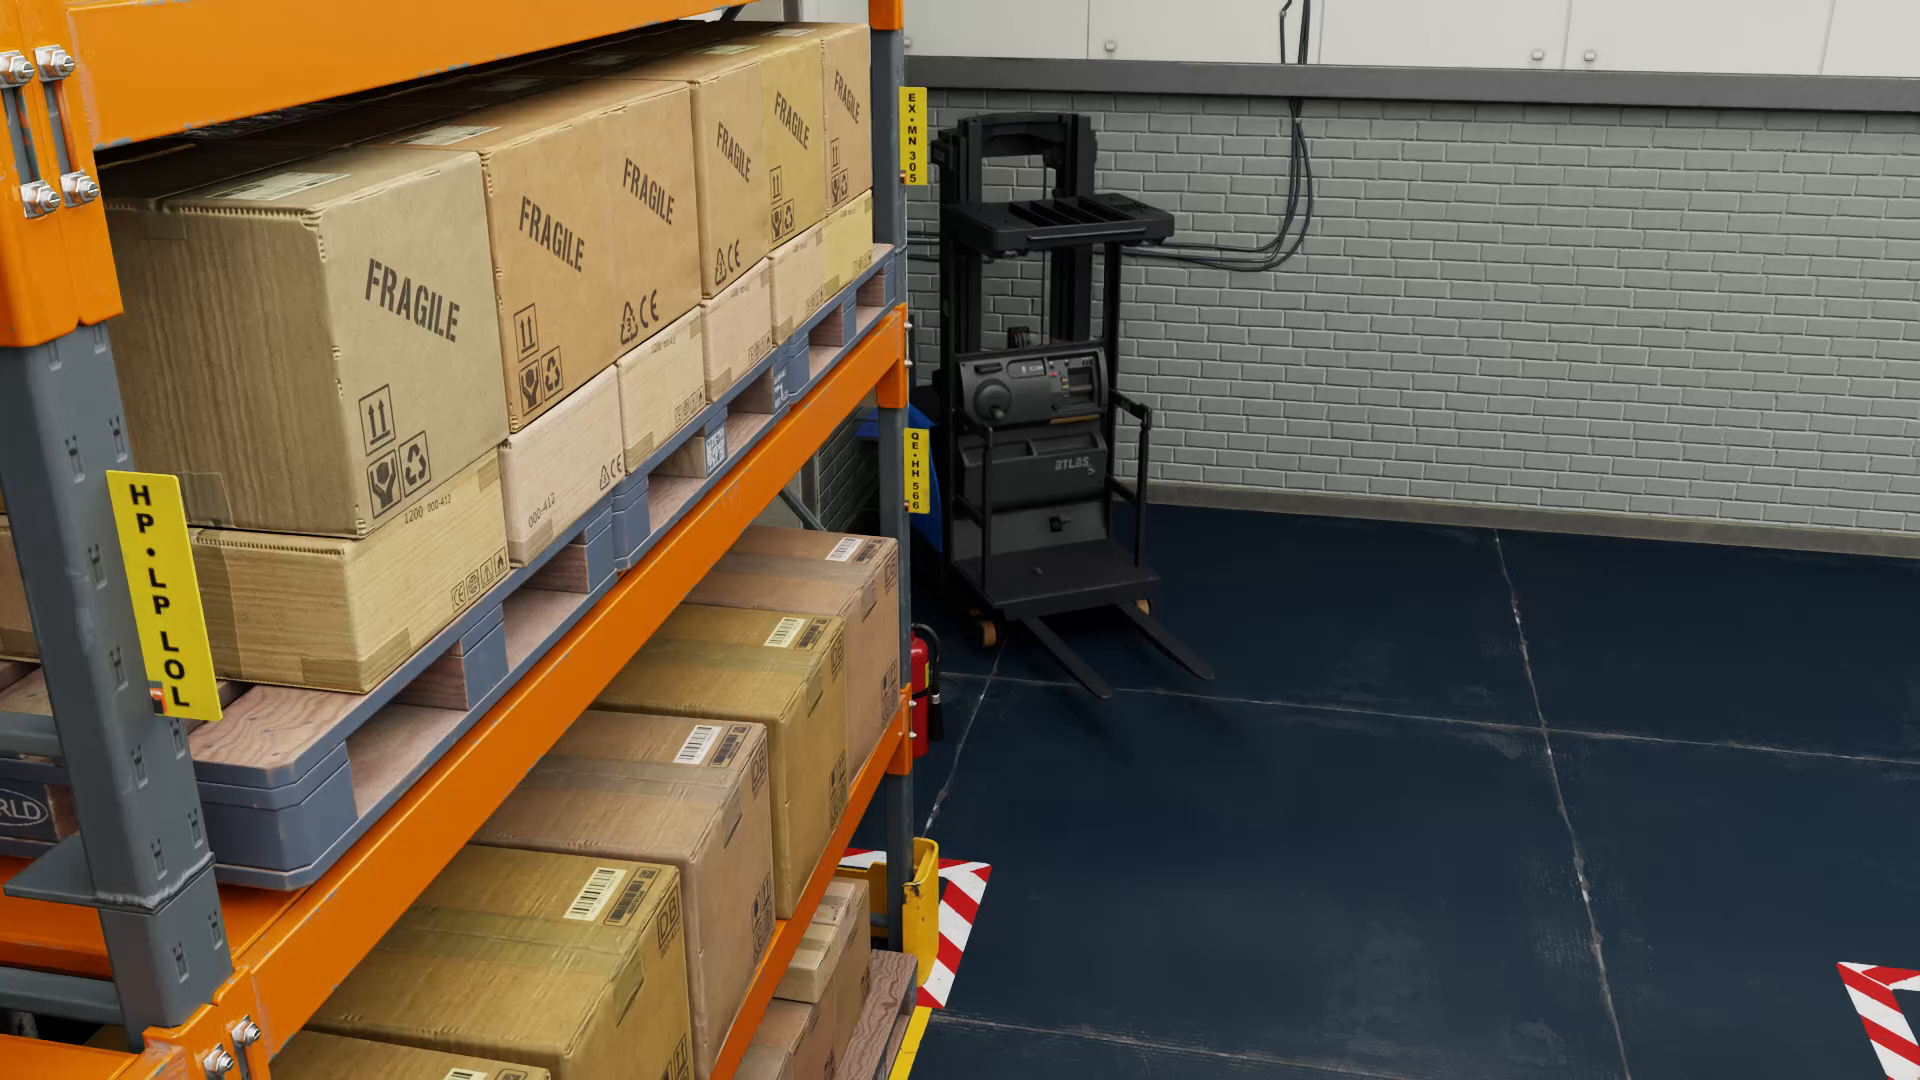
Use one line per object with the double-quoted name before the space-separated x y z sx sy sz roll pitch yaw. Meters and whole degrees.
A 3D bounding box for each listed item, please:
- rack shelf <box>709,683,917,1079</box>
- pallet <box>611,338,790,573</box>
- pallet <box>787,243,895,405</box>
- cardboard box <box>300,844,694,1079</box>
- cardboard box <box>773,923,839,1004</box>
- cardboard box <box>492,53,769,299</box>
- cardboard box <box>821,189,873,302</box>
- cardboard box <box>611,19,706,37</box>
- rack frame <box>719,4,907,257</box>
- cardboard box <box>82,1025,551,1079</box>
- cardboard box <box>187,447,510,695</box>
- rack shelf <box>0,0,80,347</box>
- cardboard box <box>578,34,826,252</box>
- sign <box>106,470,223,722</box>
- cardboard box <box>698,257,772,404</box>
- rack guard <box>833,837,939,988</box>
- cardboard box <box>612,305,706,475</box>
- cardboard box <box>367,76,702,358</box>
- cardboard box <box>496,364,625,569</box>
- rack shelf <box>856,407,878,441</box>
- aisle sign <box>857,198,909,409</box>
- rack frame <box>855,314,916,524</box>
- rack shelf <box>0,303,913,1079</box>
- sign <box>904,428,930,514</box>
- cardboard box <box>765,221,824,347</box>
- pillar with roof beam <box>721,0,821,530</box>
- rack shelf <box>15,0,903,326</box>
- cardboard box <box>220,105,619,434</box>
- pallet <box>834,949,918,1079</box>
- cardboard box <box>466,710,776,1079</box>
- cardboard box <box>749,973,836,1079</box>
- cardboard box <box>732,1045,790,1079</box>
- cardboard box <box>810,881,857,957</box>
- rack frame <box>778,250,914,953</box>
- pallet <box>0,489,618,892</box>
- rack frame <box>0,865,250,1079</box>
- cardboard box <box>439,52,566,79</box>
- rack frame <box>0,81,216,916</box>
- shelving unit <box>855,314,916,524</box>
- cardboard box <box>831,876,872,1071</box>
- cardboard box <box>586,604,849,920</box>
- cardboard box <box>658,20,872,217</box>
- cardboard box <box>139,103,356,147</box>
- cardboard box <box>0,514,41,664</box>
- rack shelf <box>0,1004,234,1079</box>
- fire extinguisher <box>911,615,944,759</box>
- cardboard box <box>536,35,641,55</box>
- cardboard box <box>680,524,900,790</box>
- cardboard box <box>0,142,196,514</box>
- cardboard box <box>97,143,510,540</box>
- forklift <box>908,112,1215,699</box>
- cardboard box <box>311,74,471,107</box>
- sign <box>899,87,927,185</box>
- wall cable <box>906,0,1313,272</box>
"rack shelf" -1.098 1.414 4.791 1.077 0.370 4.000 4 22 11
"pallet" -1.078 -0.282 4.143 1.003 0.211 1.213 4 22 11
"pallet" -0.831 -0.730 5.254 1.003 0.211 1.213 4 22 11
"cardboard box" -1.226 1.208 3.936 0.980 0.700 0.700 4 22 10
"cardboard box" -0.635 1.430 5.703 0.380 0.149 0.250 5 22 12
"cardboard box" -0.784 -0.900 4.060 0.500 0.500 0.500 3 22 9
"cardboard box" -0.580 -0.927 5.129 0.500 0.250 0.500 5 23 13
"cardboard box" -1.076 -1.314 5.086 0.500 0.500 0.500 4 22 9
"rack frame" -0.690 -2.434 5.353 1.000 3.000 0.127 4 22 11
"cardboard box" -1.380 1.475 3.274 0.980 0.700 0.700 5 22 12
"cardboard box" -1.107 0.016 2.789 0.500 0.250 0.500 4 22 11
"rack shelf" -1.915 0.279 0.113 1.077 0.370 4.000 4 22 11
"cardboard box" -0.685 -1.092 4.535 0.500 0.500 0.500 5 23 13
"sign" -0.973 0.072 2.031 0.100 0.325 0.005 4 22 11
"cardboard box" -0.786 -0.545 4.182 0.500 0.250 0.500 4 22 9
"rack guard" -0.685 1.499 6.962 1.175 0.500 0.348 4 22 11
"cardboard box" -0.892 -0.358 3.716 0.500 0.250 0.500 4 22 9
"cardboard box" -0.892 -0.708 3.583 0.500 0.500 0.500 5 22 11
"cardboard box" -0.990 -0.170 3.249 0.500 0.250 0.500 4 22 10
"rack shelf" -0.401 -0.824 11.714 0.538 0.185 1.000 5 24 14
"aisle sign" -0.382 -0.861 5.996 0.394 0.787 0.004 4 22 11
"rack frame" -0.532 -0.797 11.191 0.500 1.500 0.032 5 24 14
"rack shelf" -1.098 0.022 4.231 1.077 0.370 4.000 4 22 11
"sign" -0.162 -0.252 6.097 0.100 0.325 0.005 4 22 11
"cardboard box" -0.685 -0.736 4.656 0.500 0.250 0.500 4 22 9
"pillar with roof beam" 3.228 -3.160 7.153 9.100 9.000 0.400 4 22 11
"rack shelf" -1.098 -1.184 3.745 1.077 0.370 4.000 4 22 11
"cardboard box" -0.988 -0.527 3.134 0.500 0.500 0.500 4 22 10
"pallet" -0.777 1.940 6.253 1.003 0.211 1.213 4 22 11
"cardboard box" -1.087 0.942 4.599 0.980 0.700 0.700 3 22 8
"cardboard box" -0.837 1.760 5.753 0.700 0.500 0.500 4 22 11
"cardboard box" -0.939 1.944 5.296 0.700 0.500 0.500 4 22 9
"cardboard box" -0.583 1.337 5.935 0.380 0.149 0.250 4 22 10
"rack frame" -0.690 0.348 6.473 1.000 3.000 0.127 4 22 11
"pallet" -1.329 0.163 3.038 1.003 0.211 1.213 4 22 11
"rack frame" -1.507 1.811 2.841 1.000 3.000 0.127 4 22 11
"cardboard box" -1.293 -0.937 4.150 0.500 0.500 0.500 4 22 11
"rack frame" -1.507 -0.971 1.720 1.000 3.000 0.127 4 22 11
"shelving unit" -0.404 -0.990 11.644 0.538 1.500 1.048 5 24 14
"cardboard box" -0.735 1.577 6.207 0.700 0.500 0.500 4 22 11
"cardboard box" -0.922 0.663 5.289 0.980 0.700 0.700 4 22 10
"cardboard box" -0.573 -1.274 4.987 0.500 0.500 0.500 4 22 11
"cardboard box" -1.488 -0.562 3.219 0.500 0.500 0.500 4 22 9
"cardboard box" -1.596 -0.020 2.877 0.500 0.250 0.500 5 22 11
"rack shelf" -1.915 1.485 0.599 1.077 0.370 4.000 4 22 11
"fire extinguisher" -0.208 0.537 6.607 0.296 0.674 0.183 4 22 11
"cardboard box" -1.191 -1.121 4.608 0.500 0.500 0.500 4 22 10
"cardboard box" -0.785 0.397 5.952 0.980 0.700 0.700 5 23 13
"cardboard box" -1.592 -0.373 2.750 0.500 0.500 0.500 4 22 11
"cardboard box" -1.087 -0.339 2.666 0.500 0.500 0.500 4 22 10
"forklift" 0.518 -0.898 9.661 1.130 2.935 3.031 -8 23 -19
"cardboard box" -1.402 -0.755 3.698 0.500 0.500 0.500 4 22 9
"sign" -0.162 -1.371 5.647 0.100 0.325 0.005 4 22 11
"wall cable" 0.814 -3.035 11.001 3.097 2.526 0.112 4 22 11
